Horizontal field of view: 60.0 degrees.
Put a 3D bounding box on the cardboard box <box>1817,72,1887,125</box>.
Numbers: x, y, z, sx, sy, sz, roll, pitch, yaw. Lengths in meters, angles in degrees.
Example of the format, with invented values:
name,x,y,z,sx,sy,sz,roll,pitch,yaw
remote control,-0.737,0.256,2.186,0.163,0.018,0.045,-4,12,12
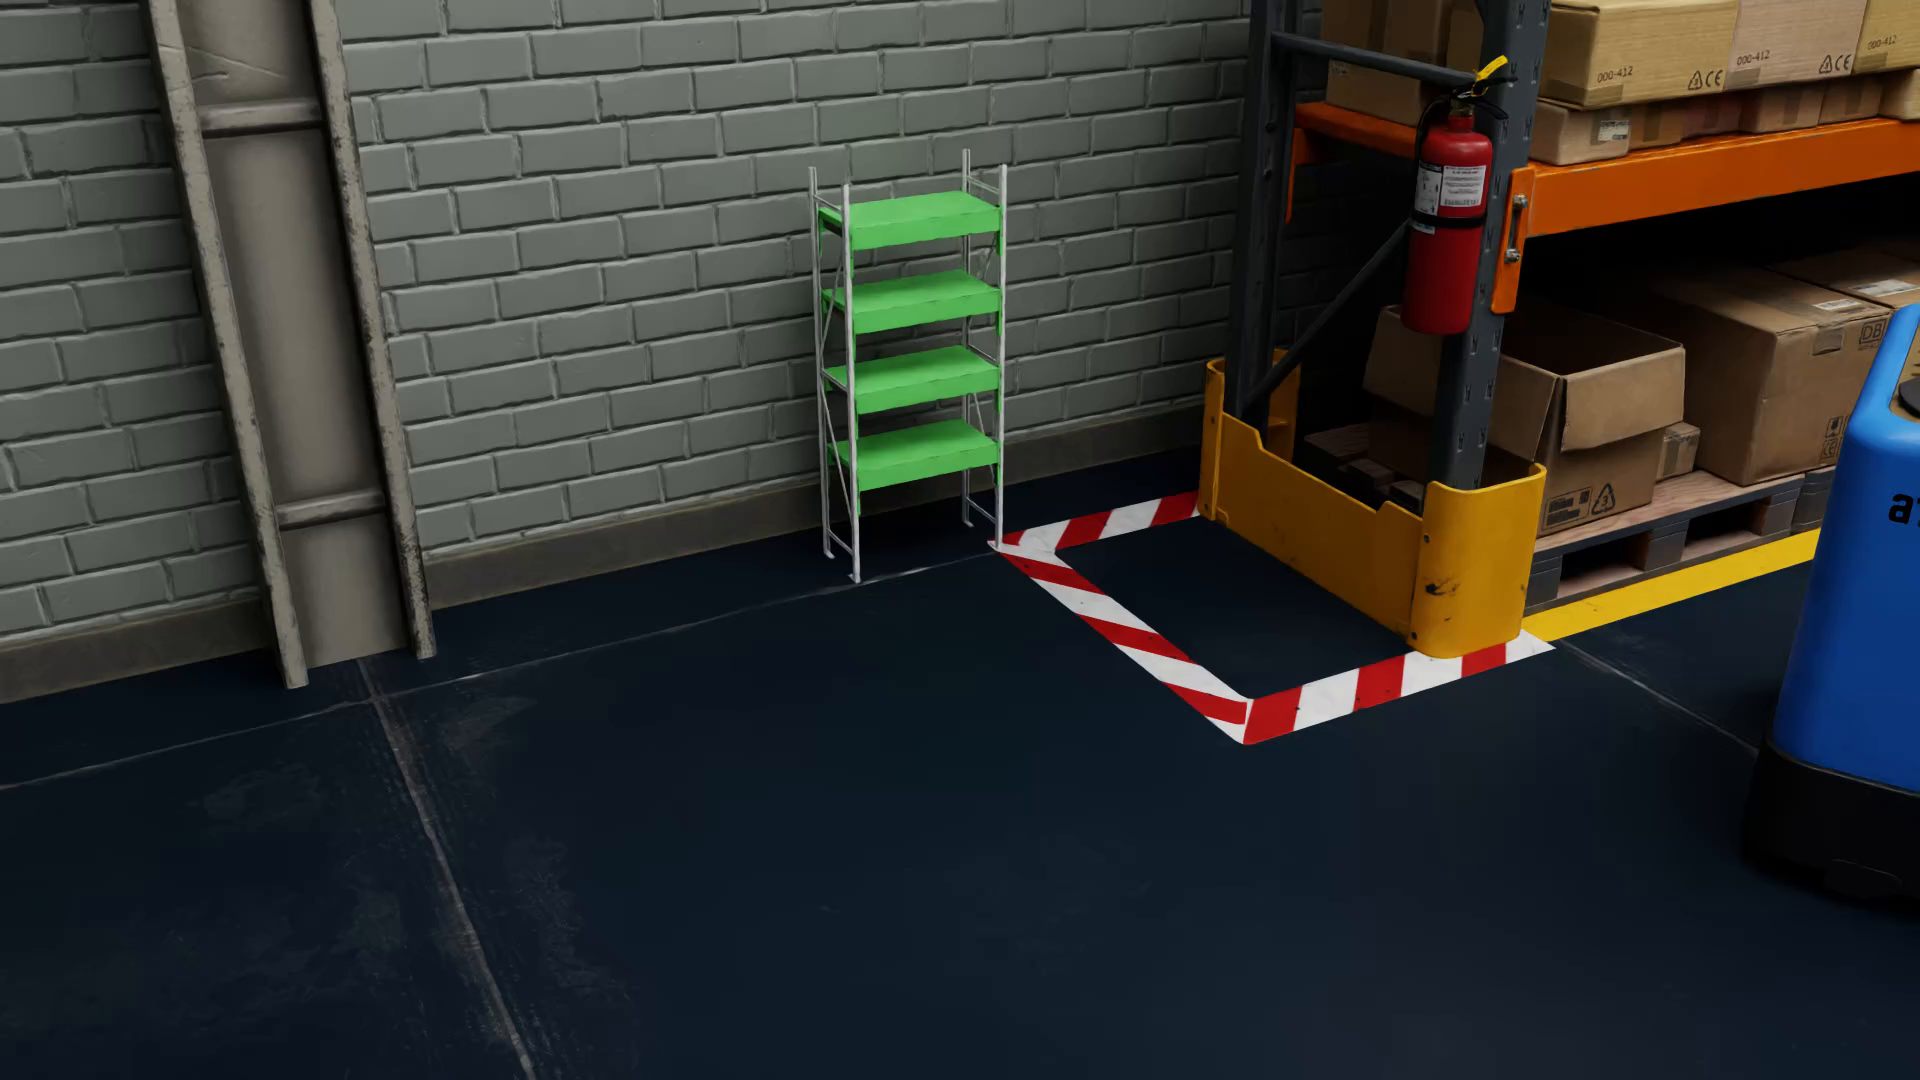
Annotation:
name,x,y,z,sx,sy,sz,roll,pitch,yaw
cardboard box,2.436,-1.327,4.839,0.250,0.149,0.380,-13,28,-24

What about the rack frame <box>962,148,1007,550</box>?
name,x,y,z,sx,sy,sz,roll,pitch,yaw
rack frame,0.069,-0.557,5.024,0.015,1.200,0.240,-13,29,-25

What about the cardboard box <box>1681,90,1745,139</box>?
name,x,y,z,sx,sy,sz,roll,pitch,yaw
cardboard box,1.952,-1.243,4.663,0.250,0.149,0.380,-13,29,-26

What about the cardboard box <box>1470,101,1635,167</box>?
name,x,y,z,sx,sy,sz,roll,pitch,yaw
cardboard box,1.534,-1.107,4.380,0.250,0.149,0.380,-13,29,-25

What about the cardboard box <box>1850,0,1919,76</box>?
name,x,y,z,sx,sy,sz,roll,pitch,yaw
cardboard box,2.532,-1.521,4.782,0.500,0.250,0.500,-14,29,-26

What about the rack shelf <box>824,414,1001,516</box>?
name,x,y,z,sx,sy,sz,roll,pitch,yaw
rack shelf,-0.146,-0.233,5.052,0.480,0.148,0.258,-13,29,-25

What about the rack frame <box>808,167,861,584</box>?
name,x,y,z,sx,sy,sz,roll,pitch,yaw
rack frame,-0.361,-0.457,4.817,0.015,1.200,0.240,-13,29,-25

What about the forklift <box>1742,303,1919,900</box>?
name,x,y,z,sx,sy,sz,roll,pitch,yaw
forklift,3.273,-0.424,2.746,3.031,2.935,1.130,15,30,29

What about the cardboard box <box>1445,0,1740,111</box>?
name,x,y,z,sx,sy,sz,roll,pitch,yaw
cardboard box,1.642,-1.314,4.350,0.500,0.250,0.500,-13,28,-25

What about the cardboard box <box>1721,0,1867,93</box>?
name,x,y,z,sx,sy,sz,roll,pitch,yaw
cardboard box,2.087,-1.416,4.564,0.500,0.250,0.500,-13,28,-25

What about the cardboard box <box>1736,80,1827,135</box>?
name,x,y,z,sx,sy,sz,roll,pitch,yaw
cardboard box,2.204,-1.271,4.722,0.250,0.149,0.380,-12,28,-23

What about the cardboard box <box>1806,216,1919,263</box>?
name,x,y,z,sx,sy,sz,roll,pitch,yaw
cardboard box,3.388,-0.779,5.810,0.500,0.500,0.700,-14,29,-27

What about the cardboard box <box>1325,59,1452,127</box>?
name,x,y,z,sx,sy,sz,roll,pitch,yaw
cardboard box,1.281,-1.314,4.812,0.250,0.149,0.380,-13,29,-26

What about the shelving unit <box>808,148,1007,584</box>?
name,x,y,z,sx,sy,sz,roll,pitch,yaw
shelving unit,-0.146,-0.507,4.920,0.503,1.200,0.258,-13,29,-25

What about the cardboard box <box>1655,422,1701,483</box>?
name,x,y,z,sx,sy,sz,roll,pitch,yaw
cardboard box,2.092,-0.322,5.263,0.250,0.149,0.380,-14,29,-27

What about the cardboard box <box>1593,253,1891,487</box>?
name,x,y,z,sx,sy,sz,roll,pitch,yaw
cardboard box,2.472,-0.568,5.370,0.500,0.500,0.700,-12,28,-23

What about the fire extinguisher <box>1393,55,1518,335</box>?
name,x,y,z,sx,sy,sz,roll,pitch,yaw
fire extinguisher,1.202,-0.848,4.071,0.183,0.674,0.296,-13,29,-25

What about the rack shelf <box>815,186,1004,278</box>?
name,x,y,z,sx,sy,sz,roll,pitch,yaw
rack shelf,-0.146,-0.882,4.740,0.480,0.148,0.258,-13,29,-25

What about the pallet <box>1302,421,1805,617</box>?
name,x,y,z,sx,sy,sz,roll,pitch,yaw
pallet,1.885,-0.179,5.379,1.213,0.211,1.003,-13,29,-25

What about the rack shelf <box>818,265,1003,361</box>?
name,x,y,z,sx,sy,sz,roll,pitch,yaw
rack shelf,-0.146,-0.666,4.844,0.480,0.148,0.258,-13,29,-25

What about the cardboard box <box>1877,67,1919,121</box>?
name,x,y,z,sx,sy,sz,roll,pitch,yaw
cardboard box,2.694,-1.350,4.886,0.250,0.149,0.380,-14,29,-27

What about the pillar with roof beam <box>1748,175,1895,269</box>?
name,x,y,z,sx,sy,sz,roll,pitch,yaw
pillar with roof beam,5.631,-3.335,1.800,0.400,9.000,9.100,-13,29,-25

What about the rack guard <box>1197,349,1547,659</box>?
name,x,y,z,sx,sy,sz,roll,pitch,yaw
rack guard,1.182,-0.146,4.977,0.348,0.500,1.175,-13,29,-25

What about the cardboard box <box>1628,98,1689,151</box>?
name,x,y,z,sx,sy,sz,roll,pitch,yaw
cardboard box,1.737,-1.176,4.524,0.250,0.149,0.380,-12,28,-24

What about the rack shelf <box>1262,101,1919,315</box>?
name,x,y,z,sx,sy,sz,roll,pitch,yaw
rack shelf,2.879,-1.341,5.408,4.000,0.370,1.077,-13,29,-25

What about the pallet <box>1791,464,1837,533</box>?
name,x,y,z,sx,sy,sz,roll,pitch,yaw
pallet,2.960,-0.426,5.893,1.213,0.211,1.003,-13,29,-25

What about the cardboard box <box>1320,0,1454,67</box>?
name,x,y,z,sx,sy,sz,roll,pitch,yaw
cardboard box,1.396,-1.519,4.778,0.500,0.250,0.500,-12,28,-24

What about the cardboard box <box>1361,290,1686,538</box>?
name,x,y,z,sx,sy,sz,roll,pitch,yaw
cardboard box,1.699,-0.410,5.037,0.637,0.503,0.797,-14,29,-27

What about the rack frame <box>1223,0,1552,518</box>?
name,x,y,z,sx,sy,sz,roll,pitch,yaw
rack frame,1.115,-1.258,4.404,0.127,3.000,1.000,-13,29,-25

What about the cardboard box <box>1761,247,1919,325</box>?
name,x,y,z,sx,sy,sz,roll,pitch,yaw
cardboard box,2.985,-0.637,5.515,0.500,0.500,0.500,-12,28,-24

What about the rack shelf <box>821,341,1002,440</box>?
name,x,y,z,sx,sy,sz,roll,pitch,yaw
rack shelf,-0.146,-0.450,4.948,0.480,0.148,0.258,-13,29,-25
